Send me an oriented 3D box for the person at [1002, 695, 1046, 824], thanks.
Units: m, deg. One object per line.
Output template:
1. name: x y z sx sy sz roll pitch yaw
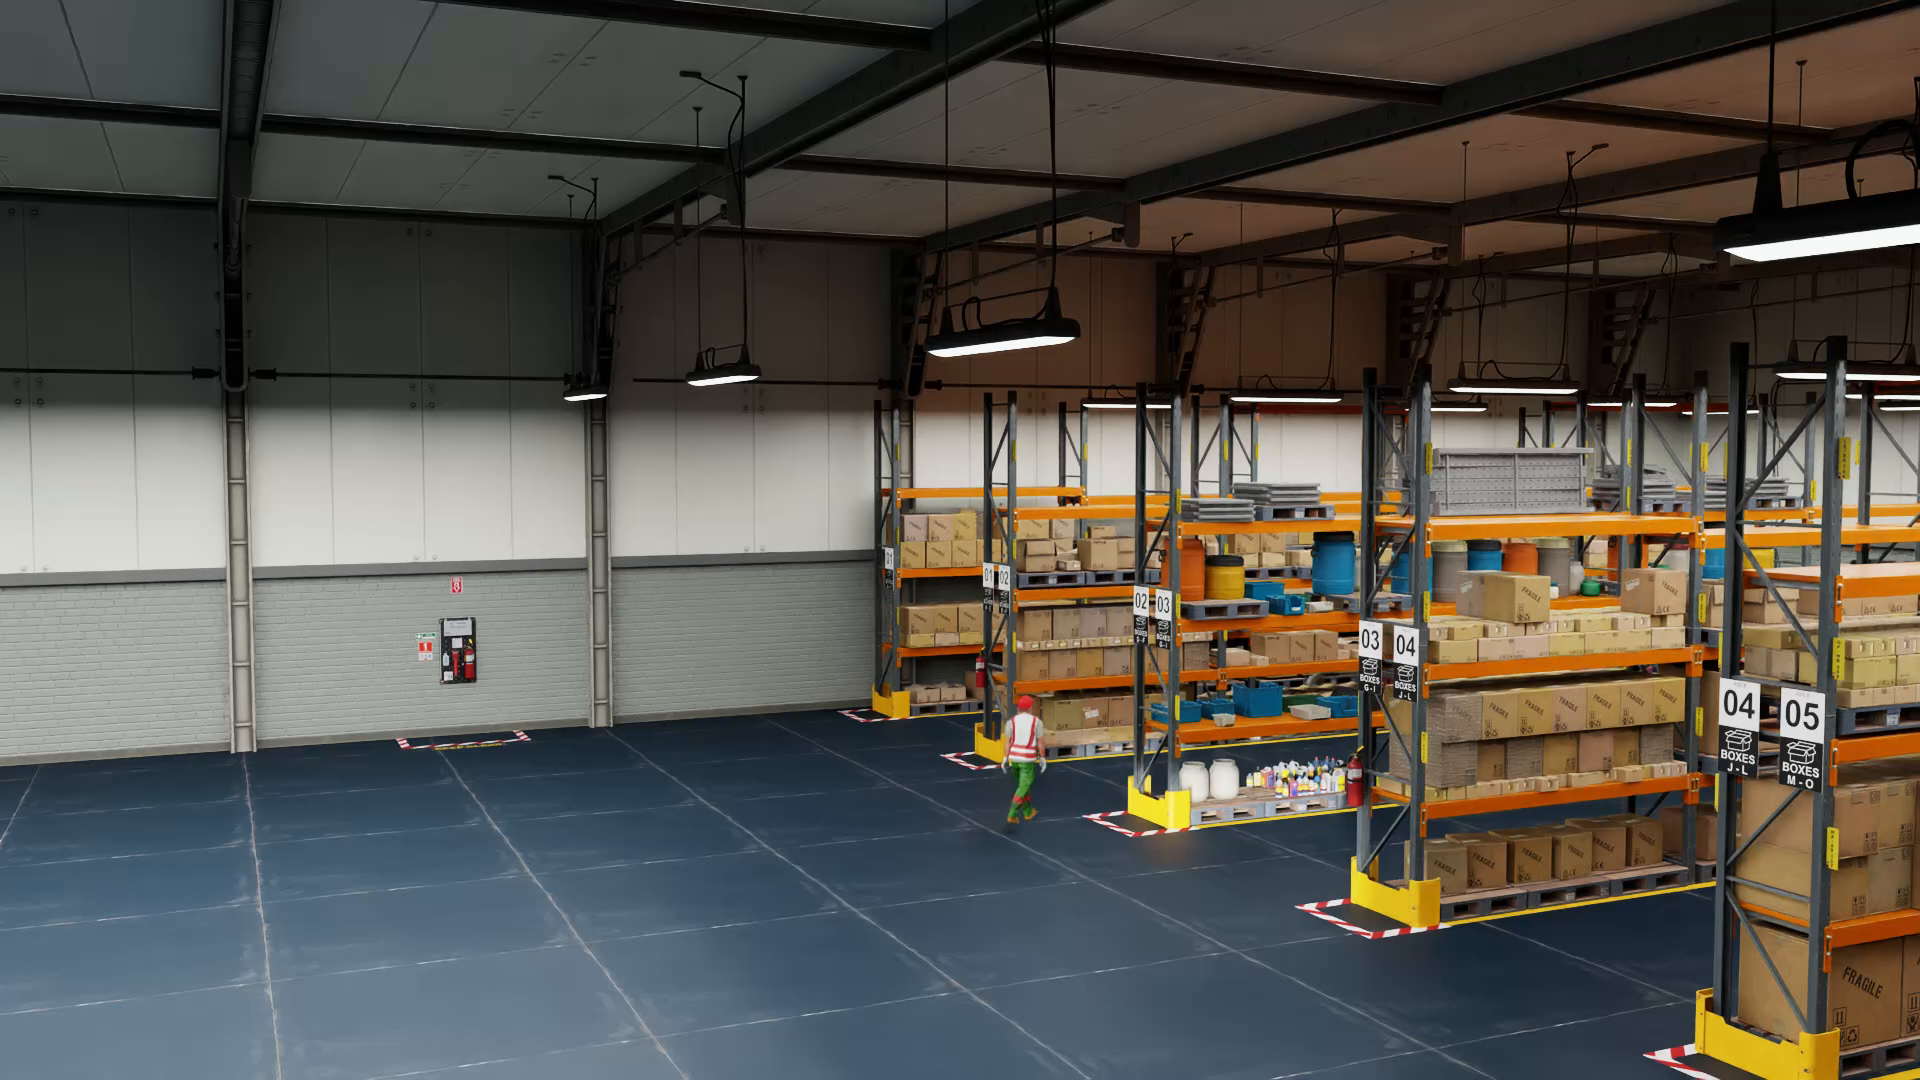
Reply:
1. person: 0.879 2.985 22.540 0.532 1.752 1.027 2 4 31

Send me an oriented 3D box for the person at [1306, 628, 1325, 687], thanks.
1. person: 6.985 2.500 32.250 0.699 1.583 0.598 -1 3 -15
